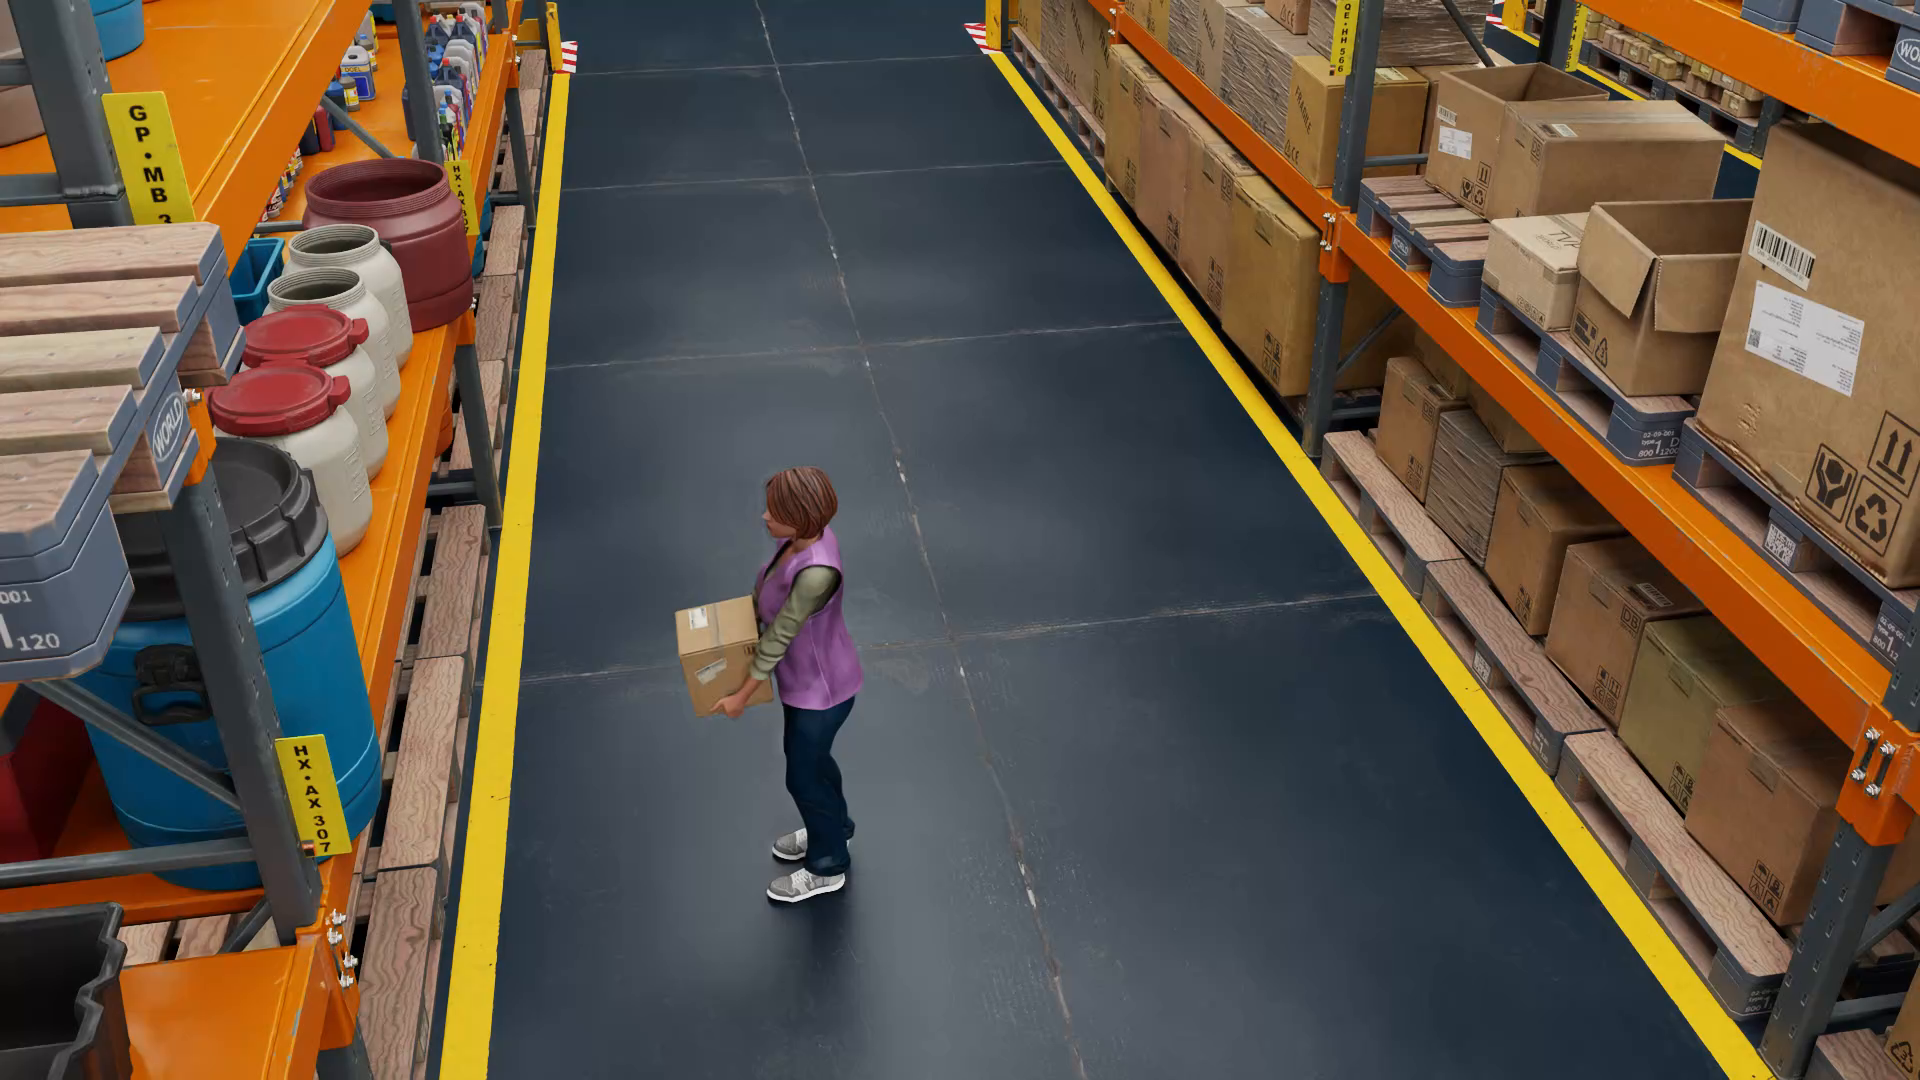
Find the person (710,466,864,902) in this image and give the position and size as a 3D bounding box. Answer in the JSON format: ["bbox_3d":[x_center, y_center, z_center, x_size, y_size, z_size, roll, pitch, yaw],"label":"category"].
[{"bbox_3d":[-0.560,0.476,5.358,0.499,1.599,0.375,-6,32,-9],"label":"person"}]
